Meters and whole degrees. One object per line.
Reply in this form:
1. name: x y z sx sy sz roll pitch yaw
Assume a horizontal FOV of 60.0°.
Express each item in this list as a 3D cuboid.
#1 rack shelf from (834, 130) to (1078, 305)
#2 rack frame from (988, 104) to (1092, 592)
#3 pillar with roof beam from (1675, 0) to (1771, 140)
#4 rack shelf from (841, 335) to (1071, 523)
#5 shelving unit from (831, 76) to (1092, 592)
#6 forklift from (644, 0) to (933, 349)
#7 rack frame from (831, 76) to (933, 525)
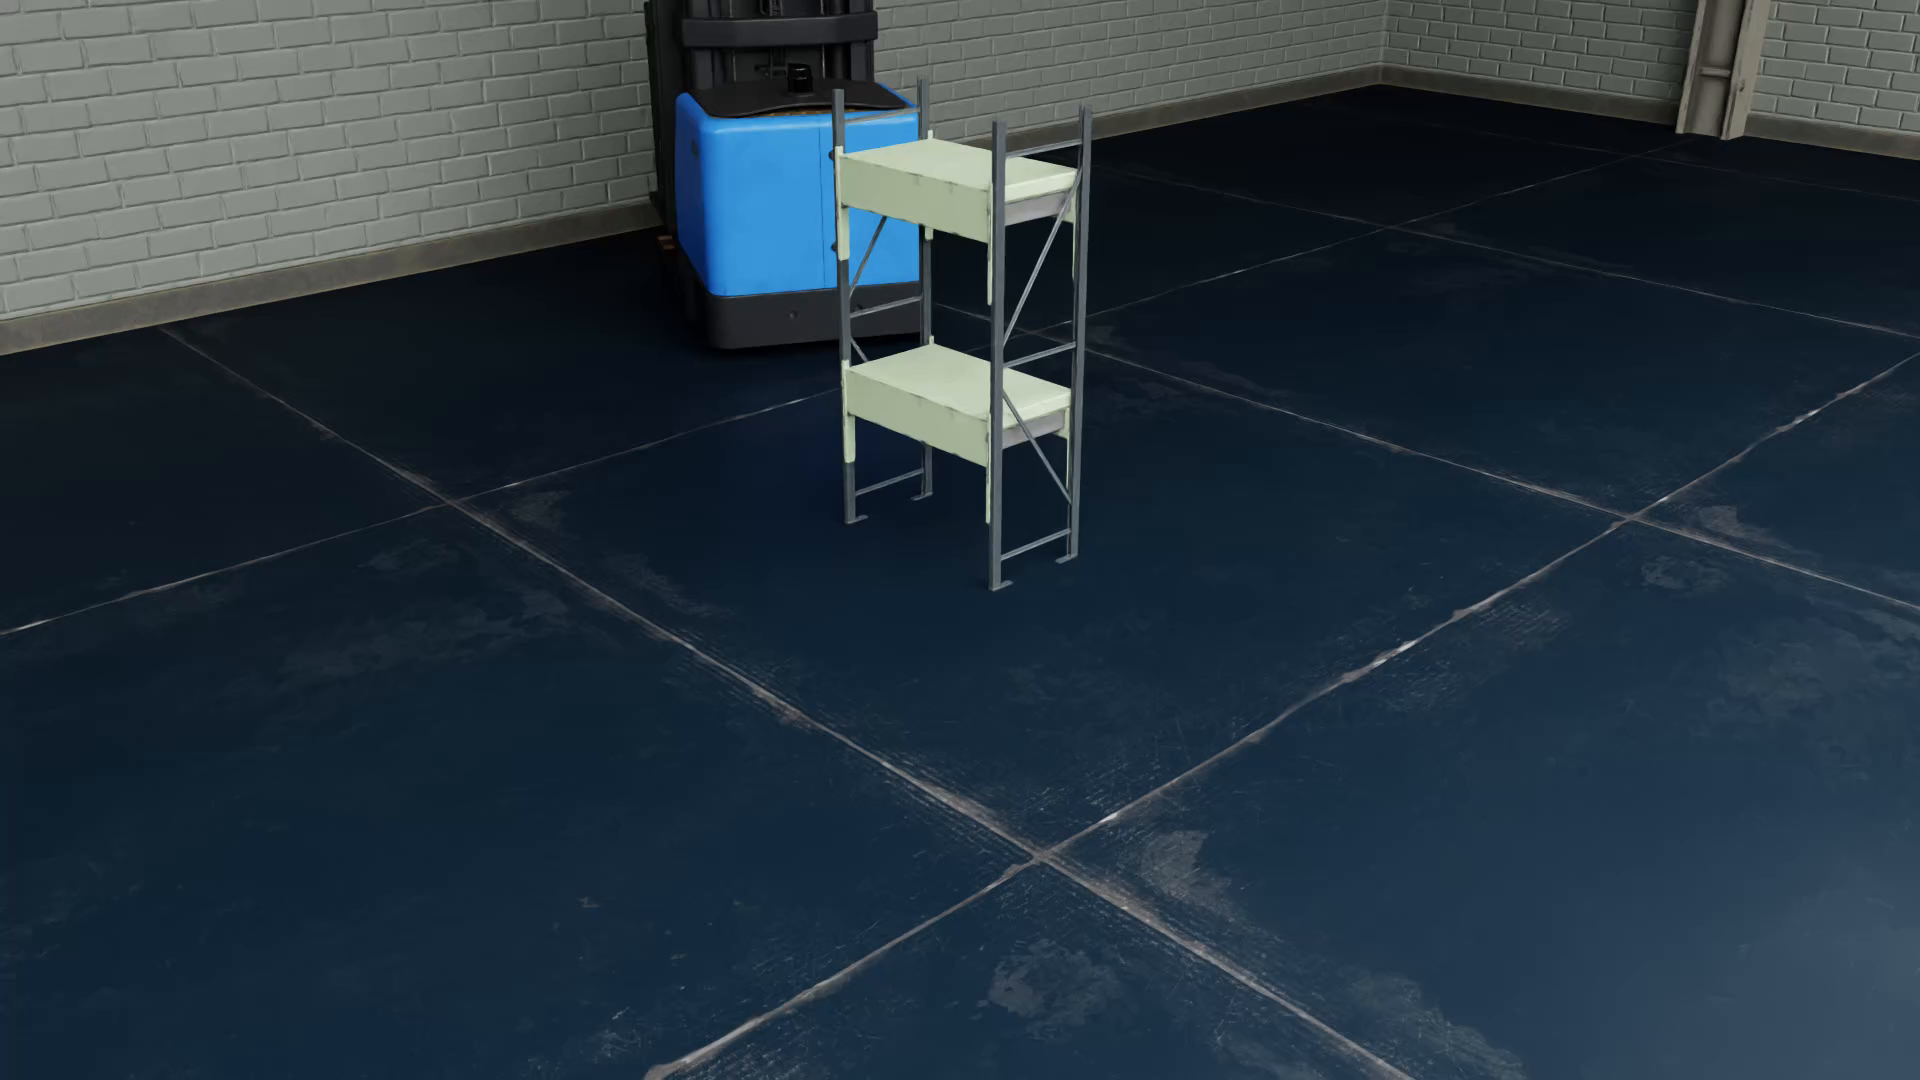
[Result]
1. rack shelf: -0.005 -1.039 5.281 0.431 0.370 0.720 -21 32 -38
2. rack frame: 0.246 -0.573 5.200 0.400 1.500 0.023 -21 32 -38
3. pillar with roof beam: 2.438 -5.897 7.834 9.100 9.000 0.400 -21 32 -38
4. rack shelf: -0.005 -0.388 5.578 0.431 0.370 0.720 -21 32 -38
5. shelving unit: -0.005 -0.684 5.443 0.431 1.500 0.755 -21 32 -38
6. forklift: -1.037 -2.778 8.307 1.130 2.935 3.031 -7 25 -15
7. rack frame: -0.255 -0.795 5.686 0.400 1.500 0.023 -21 32 -38
